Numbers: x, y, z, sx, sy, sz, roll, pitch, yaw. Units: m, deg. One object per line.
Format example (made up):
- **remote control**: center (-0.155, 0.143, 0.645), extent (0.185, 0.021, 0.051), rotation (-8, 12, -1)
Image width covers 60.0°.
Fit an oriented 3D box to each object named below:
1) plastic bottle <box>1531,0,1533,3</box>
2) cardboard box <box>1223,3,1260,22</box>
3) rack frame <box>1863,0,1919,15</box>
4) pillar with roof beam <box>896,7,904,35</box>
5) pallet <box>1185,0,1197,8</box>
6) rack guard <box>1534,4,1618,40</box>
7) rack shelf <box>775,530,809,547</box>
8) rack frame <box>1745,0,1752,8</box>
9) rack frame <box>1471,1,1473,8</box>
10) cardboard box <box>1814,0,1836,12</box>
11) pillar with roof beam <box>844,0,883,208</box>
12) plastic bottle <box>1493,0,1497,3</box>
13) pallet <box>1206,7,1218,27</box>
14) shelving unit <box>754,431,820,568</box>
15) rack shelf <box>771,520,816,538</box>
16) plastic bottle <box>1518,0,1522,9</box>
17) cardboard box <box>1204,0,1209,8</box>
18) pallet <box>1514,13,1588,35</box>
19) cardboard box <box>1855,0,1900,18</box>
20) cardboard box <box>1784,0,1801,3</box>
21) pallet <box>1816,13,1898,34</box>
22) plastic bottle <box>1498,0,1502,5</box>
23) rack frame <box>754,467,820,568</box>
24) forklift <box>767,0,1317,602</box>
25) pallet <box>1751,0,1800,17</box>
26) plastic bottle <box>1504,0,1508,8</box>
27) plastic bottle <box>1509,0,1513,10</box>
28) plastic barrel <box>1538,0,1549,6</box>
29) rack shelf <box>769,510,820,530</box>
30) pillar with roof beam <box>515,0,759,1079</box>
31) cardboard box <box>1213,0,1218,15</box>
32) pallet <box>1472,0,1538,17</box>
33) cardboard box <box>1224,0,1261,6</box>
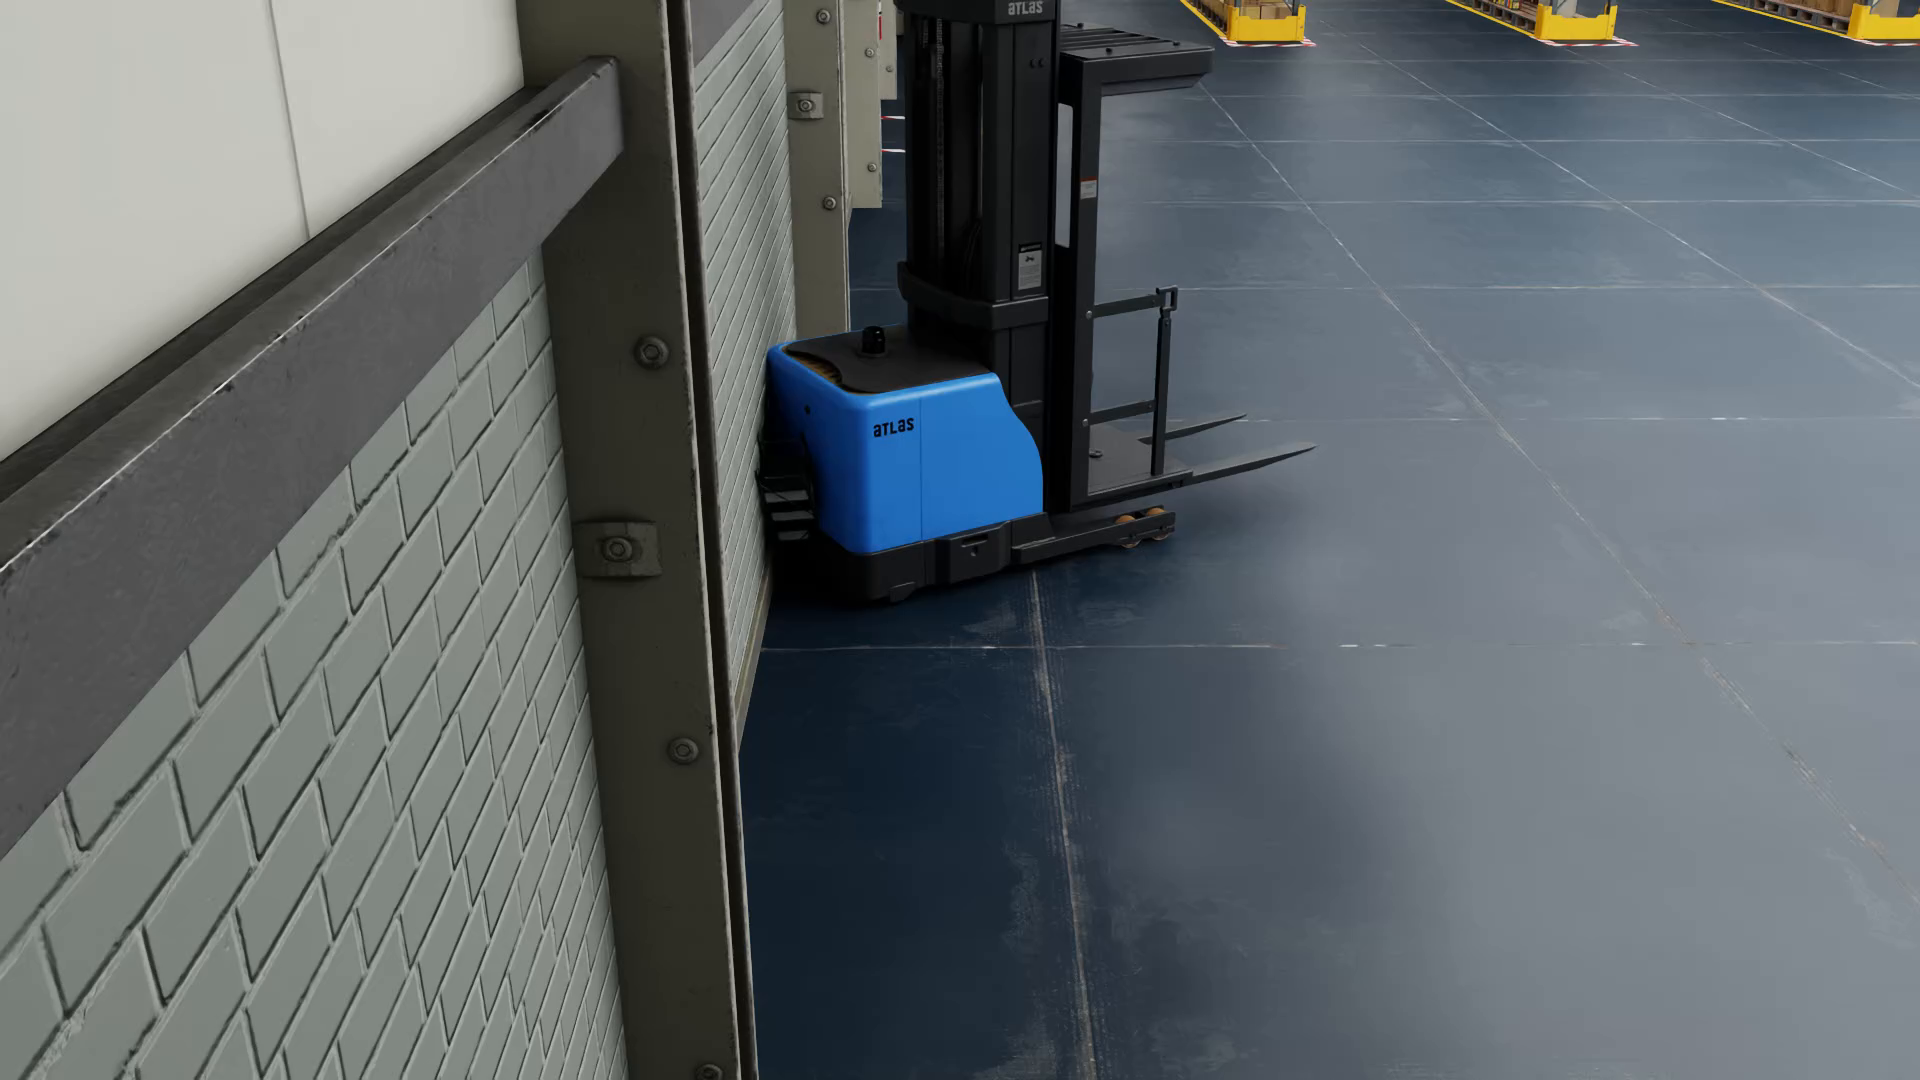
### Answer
- **plastic bottle**: center (9.904, -9.405, 28.667), extent (0.061, 0.283, 0.133), rotation (0, 24, -1)
- **cardboard box**: center (4.495, -8.418, 26.551), extent (0.500, 0.250, 0.500), rotation (0, 24, -1)
- **rack frame**: center (14.702, -9.303, 25.680), extent (1.000, 3.000, 0.127), rotation (0, 24, -1)
- **pillar with roof beam**: center (3.275, -12.274, 24.968), extent (9.100, 9.000, 0.400), rotation (0, 24, -1)
- **pallet**: center (4.705, -9.941, 30.475), extent (1.003, 0.211, 1.213), rotation (0, 24, -1)
- **rack guard**: center (9.701, -8.173, 26.215), extent (1.175, 0.500, 0.348), rotation (0, 24, -1)
- **rack shelf**: center (-0.792, -0.074, 8.295), extent (0.258, 0.077, 0.200), rotation (-4, 59, 3)
- **rack frame**: center (14.658, -10.952, 29.324), extent (1.000, 3.000, 0.127), rotation (0, 24, -1)
- **rack frame**: center (9.705, -10.929, 29.275), extent (1.000, 3.000, 0.127), rotation (0, 24, -1)
- **cardboard box**: center (14.683, -9.117, 27.793), extent (0.500, 0.500, 0.500), rotation (2, 24, 4)
- **pillar with roof beam**: center (3.406, -7.329, 14.035), extent (9.100, 9.000, 0.400), rotation (0, 24, -1)
- **plastic bottle**: center (9.262, -9.412, 28.682), extent (0.061, 0.283, 0.133), rotation (1, 24, 2)
- **pallet**: center (4.735, -8.806, 27.965), extent (1.003, 0.211, 1.213), rotation (0, 24, -1)
- **shelving unit**: center (-0.809, -0.182, 8.112), extent (0.258, 0.900, 0.210), rotation (-4, 59, 3)
- **rack shelf**: center (-0.799, -0.120, 8.218), extent (0.258, 0.077, 0.200), rotation (-4, 59, 3)
- **plastic bottle**: center (9.422, -9.103, 28.000), extent (0.061, 0.283, 0.133), rotation (0, 24, -1)
- **cardboard box**: center (4.455, -9.243, 28.373), extent (0.500, 0.250, 0.500), rotation (0, 24, -1)
- **pallet**: center (9.698, -8.376, 27.014), extent (1.003, 0.211, 1.213), rotation (0, 24, -1)
- **cardboard box**: center (14.712, -8.613, 26.678), extent (0.500, 0.500, 0.500), rotation (4, 25, 9)
- **cardboard box**: center (14.636, -9.603, 28.866), extent (0.500, 0.500, 0.500), rotation (8, 25, 16)
- **pallet**: center (14.727, -8.399, 27.064), extent (1.003, 0.211, 1.213), rotation (0, 24, -1)
- **plastic bottle**: center (9.306, -9.335, 28.431), extent (0.144, 0.351, 0.185), rotation (0, 24, -1)
- **rack frame**: center (-0.805, -0.095, 8.060), extent (0.240, 0.900, 0.006), rotation (-4, 59, 3)
- **forklift**: center (0.543, -1.467, 8.437), extent (3.031, 2.935, 1.130), rotation (-14, 28, -28)
- **pallet**: center (14.701, -9.404, 29.287), extent (1.003, 0.211, 1.213), rotation (0, 24, -1)
- **plastic bottle**: center (9.314, -9.156, 28.127), extent (0.152, 0.276, 0.135), rotation (-1, 24, -2)
- **plastic bottle**: center (9.271, -9.047, 27.875), extent (0.061, 0.283, 0.133), rotation (0, 24, 1)
- **plastic barrel**: center (9.660, -8.816, 27.112), extent (0.421, 0.512, 0.421), rotation (0, 24, 0)
- **rack shelf**: center (-0.806, -0.165, 8.141), extent (0.258, 0.077, 0.200), rotation (-4, 59, 3)
- **pillar with roof beam**: center (3.537, -2.384, 3.102), extent (9.100, 9.000, 0.400), rotation (0, 24, -1)
- **cardboard box**: center (4.470, -8.830, 27.462), extent (0.500, 0.250, 0.500), rotation (0, 24, -1)
- **pallet**: center (9.671, -9.382, 29.237), extent (1.003, 0.211, 1.213), rotation (0, 24, -1)
- **cardboard box**: center (4.493, -8.760, 26.396), extent (0.500, 0.500, 0.500), rotation (0, 24, -1)
